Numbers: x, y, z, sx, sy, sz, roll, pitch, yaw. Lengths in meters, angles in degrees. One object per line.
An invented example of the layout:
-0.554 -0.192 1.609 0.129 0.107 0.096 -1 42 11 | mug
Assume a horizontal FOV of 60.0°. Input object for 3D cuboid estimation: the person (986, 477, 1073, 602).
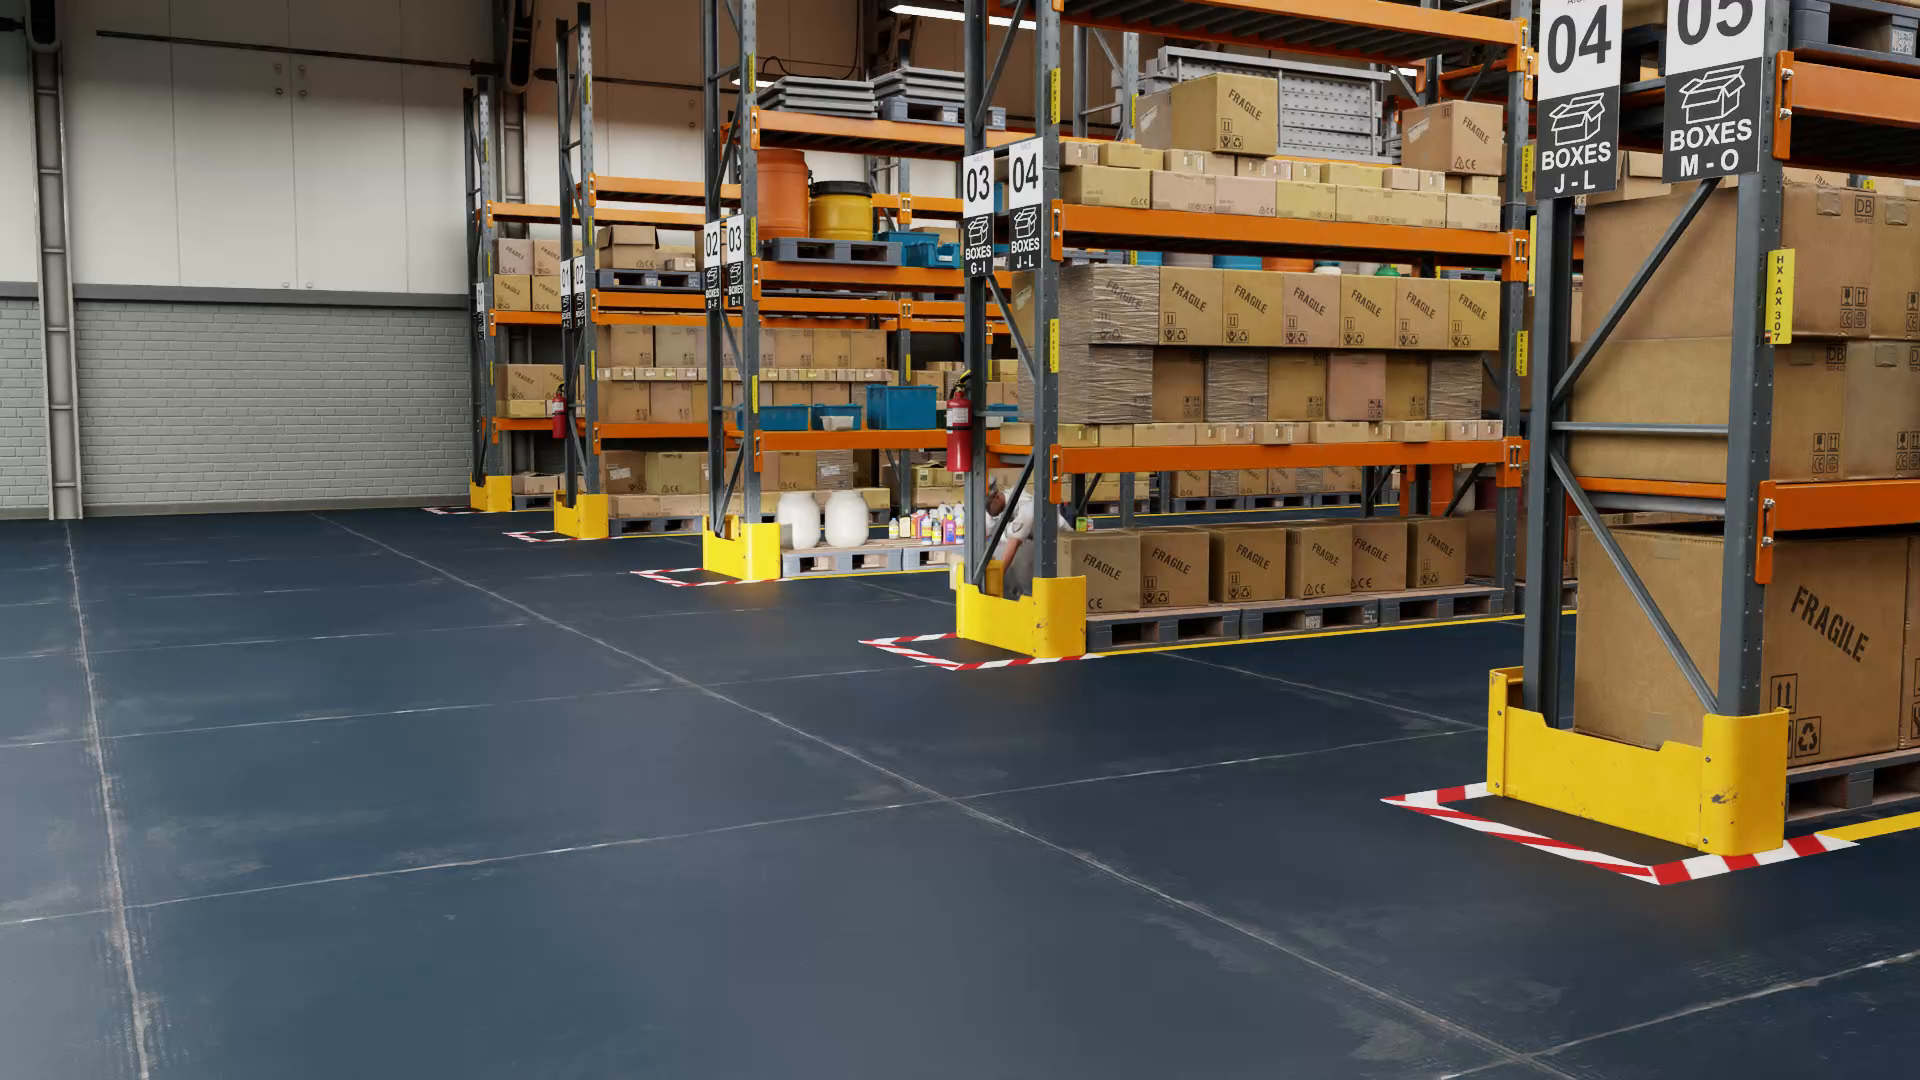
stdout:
0.444 0.038 12.431 0.916 1.038 0.565 -3 6 -29 | person
